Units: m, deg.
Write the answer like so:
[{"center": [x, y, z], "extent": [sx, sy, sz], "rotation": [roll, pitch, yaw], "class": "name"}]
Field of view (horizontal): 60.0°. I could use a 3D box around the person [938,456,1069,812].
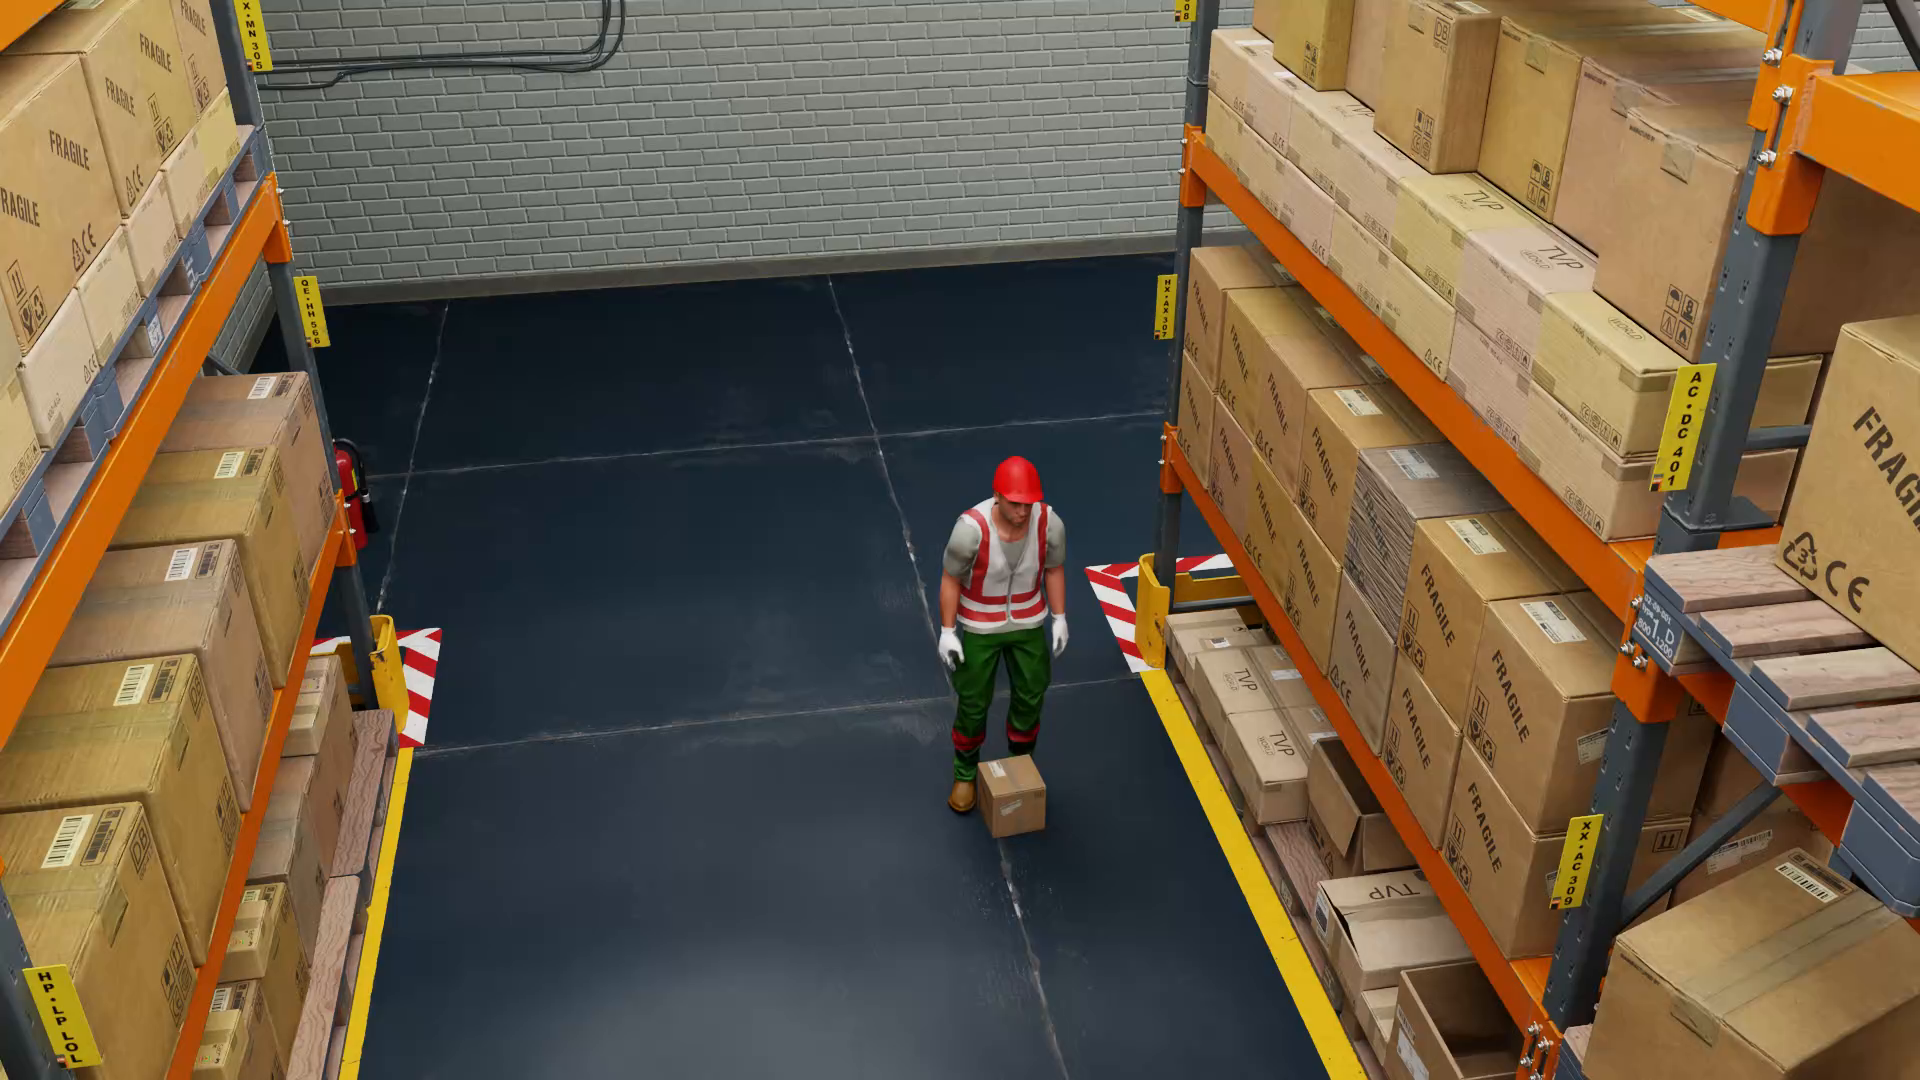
[{"center": [0.198, 0.404, 7.437], "extent": [0.611, 1.778, 0.451], "rotation": [-7, 31, -12], "class": "person"}]
